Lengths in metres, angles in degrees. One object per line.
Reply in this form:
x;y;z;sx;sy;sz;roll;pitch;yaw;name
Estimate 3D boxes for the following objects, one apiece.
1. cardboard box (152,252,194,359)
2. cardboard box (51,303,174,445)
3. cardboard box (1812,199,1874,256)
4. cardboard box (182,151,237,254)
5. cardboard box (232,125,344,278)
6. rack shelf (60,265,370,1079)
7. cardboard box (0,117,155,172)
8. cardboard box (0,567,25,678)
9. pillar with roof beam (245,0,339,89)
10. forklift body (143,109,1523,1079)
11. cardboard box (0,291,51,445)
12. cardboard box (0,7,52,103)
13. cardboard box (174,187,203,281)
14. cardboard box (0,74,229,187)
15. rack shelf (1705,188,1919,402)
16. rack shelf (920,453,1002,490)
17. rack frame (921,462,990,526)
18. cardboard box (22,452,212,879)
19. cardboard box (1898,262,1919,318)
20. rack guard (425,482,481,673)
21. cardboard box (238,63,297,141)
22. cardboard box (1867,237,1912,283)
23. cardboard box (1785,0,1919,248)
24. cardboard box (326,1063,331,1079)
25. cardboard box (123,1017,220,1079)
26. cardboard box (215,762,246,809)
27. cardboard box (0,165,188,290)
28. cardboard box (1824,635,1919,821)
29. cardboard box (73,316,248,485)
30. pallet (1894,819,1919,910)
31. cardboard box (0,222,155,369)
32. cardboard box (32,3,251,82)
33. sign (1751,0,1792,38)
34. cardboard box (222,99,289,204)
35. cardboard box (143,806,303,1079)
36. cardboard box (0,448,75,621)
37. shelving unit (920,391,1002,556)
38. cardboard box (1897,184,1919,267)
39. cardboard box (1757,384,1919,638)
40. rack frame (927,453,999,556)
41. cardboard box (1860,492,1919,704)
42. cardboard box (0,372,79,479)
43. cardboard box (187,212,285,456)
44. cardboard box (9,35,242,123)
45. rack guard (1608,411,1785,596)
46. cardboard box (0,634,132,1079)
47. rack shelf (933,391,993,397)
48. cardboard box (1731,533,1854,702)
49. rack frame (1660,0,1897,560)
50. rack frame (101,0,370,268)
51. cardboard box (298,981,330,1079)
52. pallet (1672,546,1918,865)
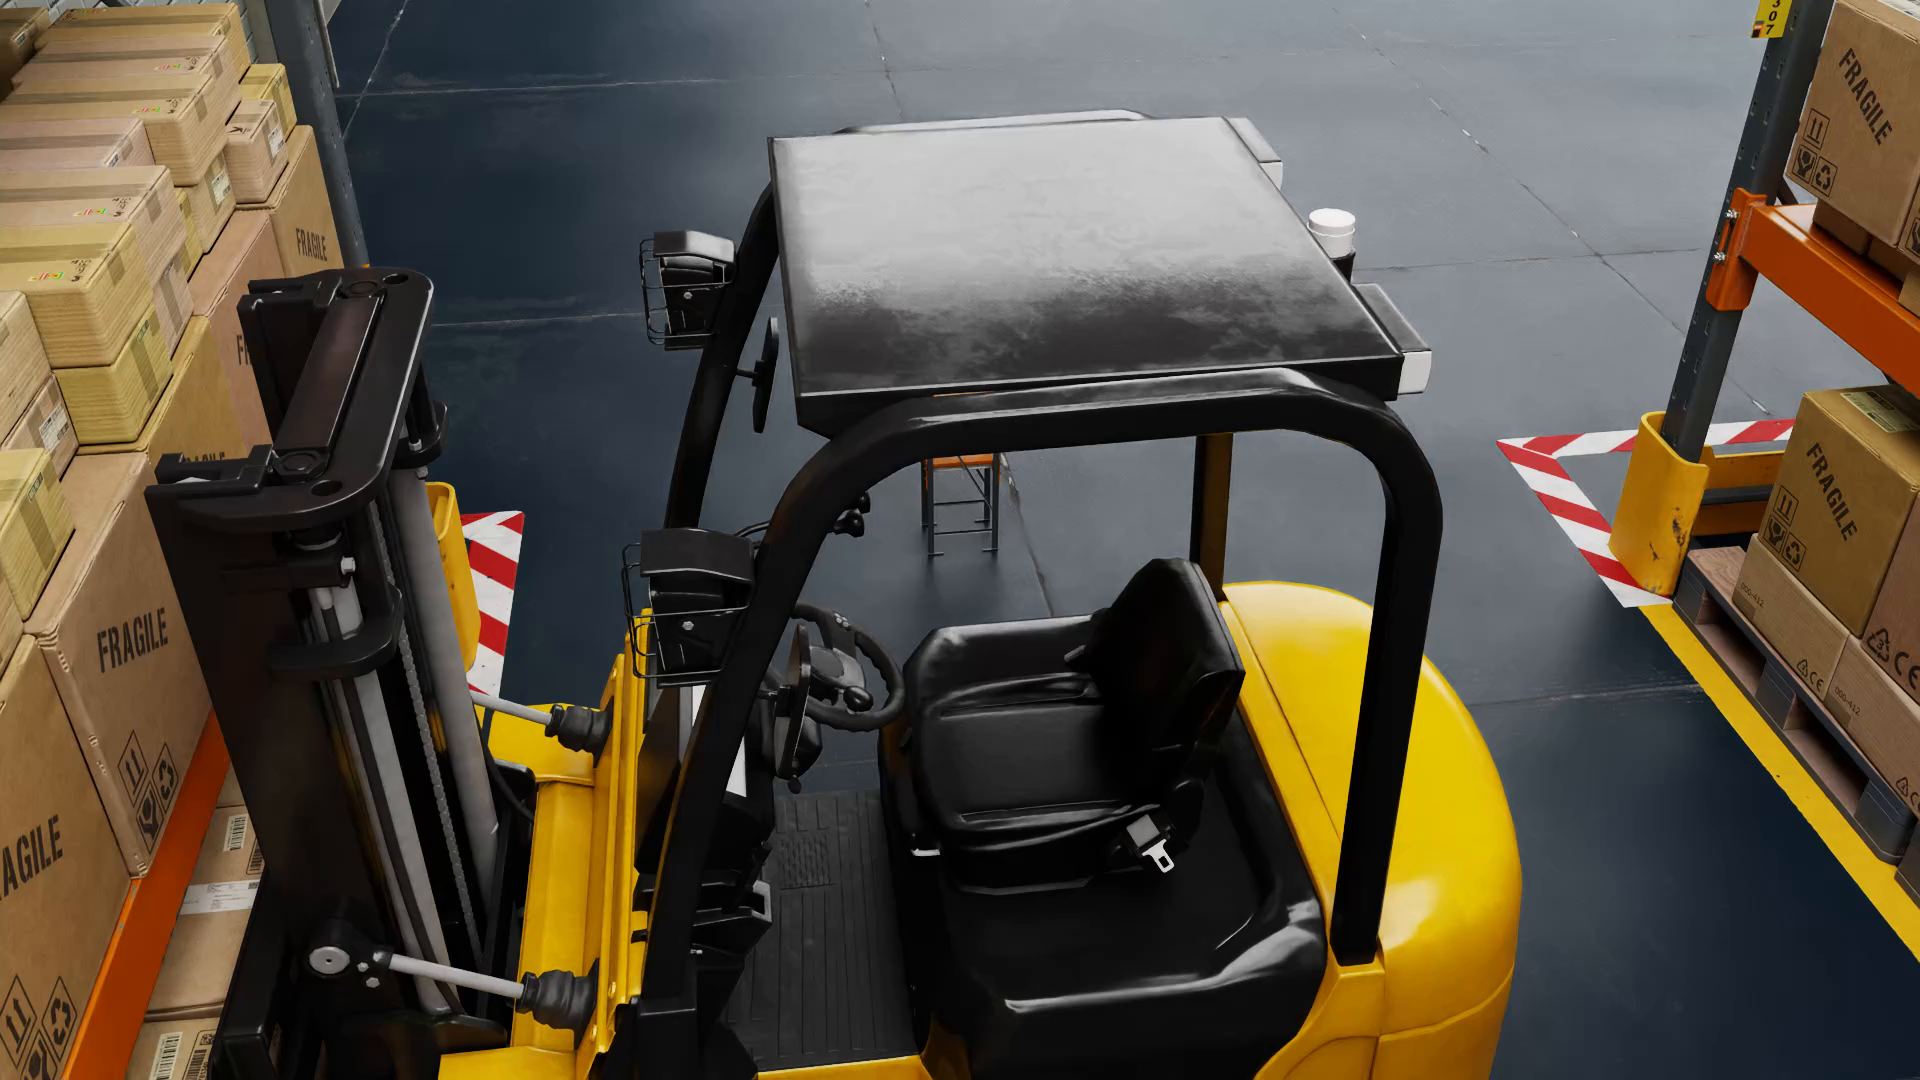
-1.639;-0.419;3.036;0.380;0.149;0.250;-5;35;-8;cardboard box
-1.585;-0.279;2.831;0.380;0.149;0.250;-4;34;-6;cardboard box
2.653;-0.925;4.667;0.380;0.149;0.250;-4;35;-6;cardboard box
-1.744;-0.703;3.454;0.380;0.149;0.250;-4;34;-5;cardboard box
-1.780;-0.643;3.940;0.500;0.500;0.500;-5;35;-7;cardboard box
-1.837;0.557;2.907;1.077;0.370;4.000;-4;35;-6;rack shelf
-1.763;-0.681;3.156;0.380;0.149;0.250;-4;34;-6;cardboard box
-1.494;0.153;2.198;0.380;0.149;0.250;-5;35;-8;cardboard box
0.553;-6.552;7.374;9.100;9.000;0.400;-4;35;-6;pillar with roof beam
-0.043;0.415;3.231;2.313;2.155;1.214;-4;35;-6;forklift body
-1.637;-0.249;2.523;0.380;0.149;0.250;-4;34;-6;cardboard box
-2.273;-1.085;3.749;0.380;0.149;0.250;-5;35;-7;cardboard box
-1.722;-0.564;3.249;0.380;0.149;0.250;-5;35;-7;cardboard box
-1.723;-0.825;3.368;0.380;0.149;0.250;-4;34;-5;cardboard box
3.081;0.179;3.462;1.077;0.370;4.000;-4;35;-6;rack shelf
-0.002;-0.269;5.584;0.258;0.103;0.180;-4;35;-6;rack shelf
-0.014;-0.555;5.499;0.240;1.200;0.006;-4;35;-6;rack frame
-1.571;0.213;2.685;0.500;0.500;0.500;-4;34;-6;cardboard box
2.656;-0.631;4.235;0.380;0.149;0.250;-5;35;-8;cardboard box
-2.109;0.164;5.066;1.175;0.500;0.348;-4;35;-6;rack guard
-1.782;-0.993;3.879;0.380;0.149;0.250;-4;34;-6;cardboard box
2.701;-0.785;4.461;0.380;0.149;0.250;-4;34;-6;cardboard box
2.601;-1.113;4.366;0.500;0.500;0.500;-5;35;-7;cardboard box
-1.522;1.191;3.407;0.500;0.250;0.500;-3;34;-5;cardboard box
-1.459;1.069;2.698;0.500;0.250;0.500;-3;34;-5;cardboard box
-1.583;0.492;3.545;0.500;0.250;0.500;-4;34;-6;cardboard box
-1.618;-0.544;2.955;0.380;0.149;0.250;-4;34;-5;cardboard box
2.708;0.485;4.443;0.500;0.250;0.500;-3;34;-5;cardboard box
-1.650;-0.066;3.095;0.500;0.500;0.500;-5;35;-7;cardboard box
3.057;1.096;3.954;1.003;0.211;1.213;-4;35;-6;pallet
-1.578;-0.400;2.744;0.380;0.149;0.250;-4;34;-5;cardboard box
-1.849;-1.104;3.778;0.380;0.149;0.250;-4;35;-6;cardboard box
2.274;-1.551;4.593;0.100;0.325;0.005;-4;35;-6;sign
-1.718;-0.853;3.673;0.380;0.149;0.250;-4;34;-6;cardboard box
-1.522;0.776;3.129;0.500;0.250;0.500;-5;35;-7;cardboard box
-1.539;0.005;2.415;0.380;0.149;0.250;-5;35;-7;cardboard box
-0.002;-0.504;5.424;0.258;1.200;0.189;-4;35;-6;shelving unit
2.674;-0.824;3.943;0.500;0.500;0.500;-3;34;-5;cardboard box
2.650;-0.097;4.631;0.500;0.500;0.500;-5;35;-8;cardboard box
0.010;-0.453;5.349;0.240;1.200;0.006;-4;35;-6;rack frame
2.725;0.195;4.204;0.500;0.500;0.500;-6;35;-8;cardboard box
-1.641;-0.133;2.617;0.380;0.149;0.250;-5;35;-7;cardboard box
-1.719;-0.352;3.515;0.500;0.500;0.500;-3;34;-5;cardboard box
-1.785;-0.969;3.579;0.380;0.149;0.250;-4;35;-6;cardboard box
2.822;-0.159;5.539;1.175;0.500;0.348;-4;35;-6;rack guard
-1.525;0.496;2.270;0.500;0.500;0.500;-5;35;-7;cardboard box
-0.002;-0.467;5.449;0.258;0.103;0.180;-4;35;-6;rack shelf
2.646;0.200;4.862;0.500;0.250;0.500;-5;35;-7;cardboard box
2.812;-1.234;4.897;1.000;3.000;0.127;-4;35;-6;rack frame
-2.106;-0.856;4.342;1.000;3.000;0.127;-4;35;-6;rack frame
-1.520;0.995;3.251;0.500;0.250;0.500;-4;35;-7;cardboard box
2.896;0.417;4.951;1.003;0.211;1.213;-4;35;-6;pallet
